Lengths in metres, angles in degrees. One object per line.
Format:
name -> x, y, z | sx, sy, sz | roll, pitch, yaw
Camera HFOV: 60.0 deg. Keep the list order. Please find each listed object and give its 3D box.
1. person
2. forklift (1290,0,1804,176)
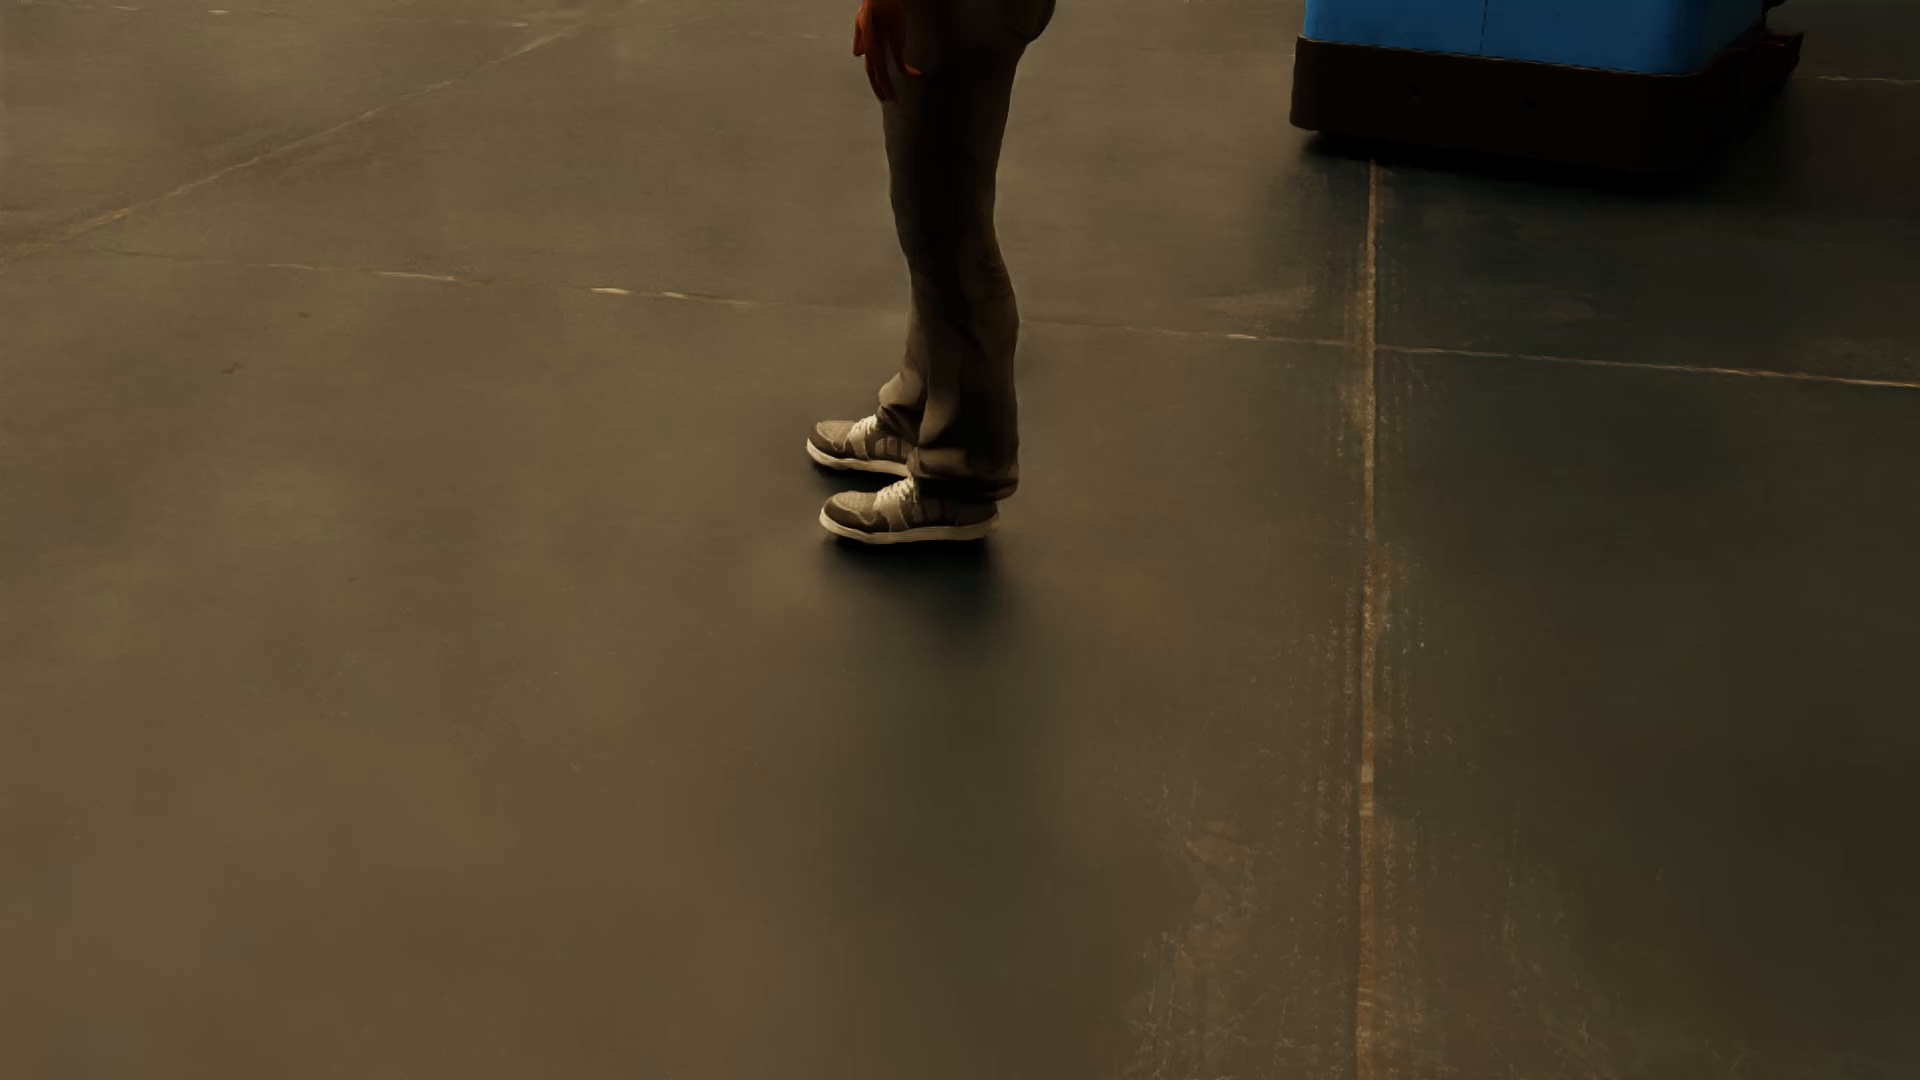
person -> -0.069, -0.733, 2.164 | 0.474, 1.597, 0.521 | 6, 27, 11
forklift -> 2.129, -2.847, 4.890 | 1.130, 2.935, 3.031 | 16, 31, 28
